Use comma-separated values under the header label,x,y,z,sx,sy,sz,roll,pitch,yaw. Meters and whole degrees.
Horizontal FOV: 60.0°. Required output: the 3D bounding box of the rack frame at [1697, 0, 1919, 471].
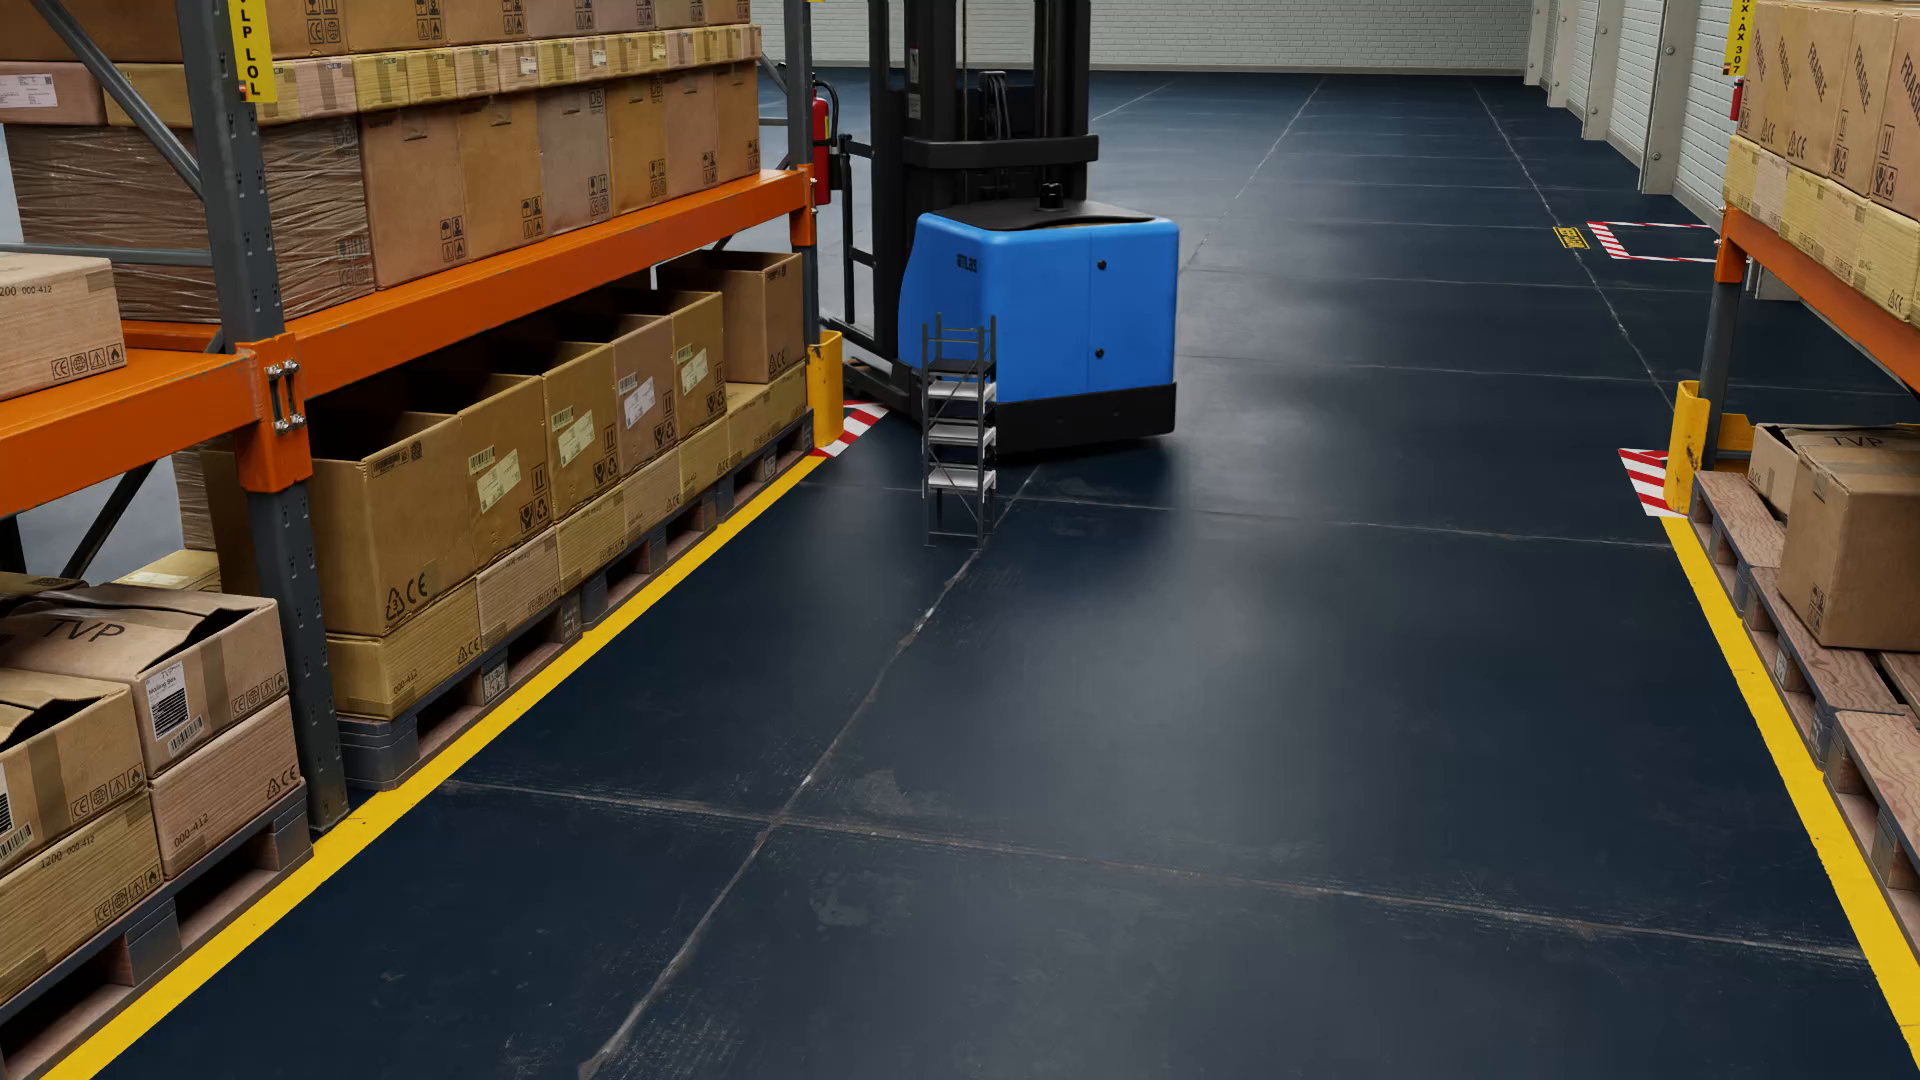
label,x,y,z,sx,sy,sz,roll,pitch,yaw
rack frame,3.629,-1.560,6.614,1.000,3.000,0.127,5,19,13

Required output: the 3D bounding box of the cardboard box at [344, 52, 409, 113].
label,x,y,z,sx,sy,sz,roll,pitch,yaw
cardboard box,-1.776,-1.279,4.634,0.380,0.149,0.250,4,19,12

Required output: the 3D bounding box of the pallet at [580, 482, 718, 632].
label,x,y,z,sx,sy,sz,roll,pitch,yaw
pallet,-1.621,-0.006,6.379,1.003,0.211,1.213,5,19,13

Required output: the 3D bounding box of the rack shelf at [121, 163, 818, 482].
label,x,y,z,sx,sy,sz,roll,pitch,yaw
rack shelf,-1.664,-0.983,6.037,1.077,0.370,4.000,5,19,13

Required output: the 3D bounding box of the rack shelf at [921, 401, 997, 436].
label,x,y,z,sx,sy,sz,roll,pitch,yaw
rack shelf,-0.002,-0.477,6.516,0.258,0.077,0.200,5,19,13

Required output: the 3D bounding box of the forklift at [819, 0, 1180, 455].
label,x,y,z,sx,sy,sz,roll,pitch,yaw
forklift,-0.037,-2.213,8.631,1.130,2.935,3.031,-8,21,-23

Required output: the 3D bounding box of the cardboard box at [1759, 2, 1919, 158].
label,x,y,z,sx,sy,sz,roll,pitch,yaw
cardboard box,3.091,-1.573,5.694,0.500,0.500,0.500,5,19,14

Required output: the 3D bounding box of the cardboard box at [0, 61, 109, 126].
label,x,y,z,sx,sy,sz,roll,pitch,yaw
cardboard box,-2.294,-1.153,4.263,0.380,0.149,0.250,5,19,13

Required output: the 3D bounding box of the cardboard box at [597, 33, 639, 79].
label,x,y,z,sx,sy,sz,roll,pitch,yaw
cardboard box,-1.399,-1.763,6.051,0.380,0.149,0.250,5,20,15

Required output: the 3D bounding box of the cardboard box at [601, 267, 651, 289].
label,x,y,z,sx,sy,sz,roll,pitch,yaw
cardboard box,-1.642,-0.895,7.111,0.500,0.500,0.500,5,19,13

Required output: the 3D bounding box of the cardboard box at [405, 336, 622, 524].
label,x,y,z,sx,sy,sz,roll,pitch,yaw
cardboard box,-1.491,-0.383,5.611,0.500,0.500,0.500,5,19,13

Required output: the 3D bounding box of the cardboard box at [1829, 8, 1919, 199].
label,x,y,z,sx,sy,sz,roll,pitch,yaw
cardboard box,2.844,-1.249,4.745,0.500,0.500,0.500,5,20,15

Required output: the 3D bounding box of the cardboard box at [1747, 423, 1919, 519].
label,x,y,z,sx,sy,sz,roll,pitch,yaw
cardboard box,3.373,-0.286,6.363,0.500,0.311,0.500,2,19,7

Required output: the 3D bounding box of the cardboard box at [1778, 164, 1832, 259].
label,x,y,z,sx,sy,sz,roll,pitch,yaw
cardboard box,2.959,-1.047,5.314,0.500,0.250,0.500,4,19,13

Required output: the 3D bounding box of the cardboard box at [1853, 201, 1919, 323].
label,x,y,z,sx,sy,sz,roll,pitch,yaw
cardboard box,2.712,-0.731,4.389,0.500,0.250,0.500,5,19,13

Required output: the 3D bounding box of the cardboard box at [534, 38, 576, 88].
label,x,y,z,sx,sy,sz,roll,pitch,yaw
cardboard box,-1.524,-1.605,5.588,0.380,0.149,0.250,4,19,13

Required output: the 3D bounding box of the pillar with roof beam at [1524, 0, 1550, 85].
label,x,y,z,sx,sy,sz,roll,pitch,yaw
pillar with roof beam,7.452,-13.854,33.326,9.100,9.000,0.400,5,19,13

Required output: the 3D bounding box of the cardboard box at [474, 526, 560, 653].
label,x,y,z,sx,sy,sz,roll,pitch,yaw
cardboard box,-1.618,0.129,5.275,0.500,0.250,0.500,5,19,13

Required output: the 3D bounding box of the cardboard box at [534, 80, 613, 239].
label,x,y,z,sx,sy,sz,roll,pitch,yaw
cardboard box,-1.677,-1.366,5.893,0.700,0.500,0.500,5,20,15

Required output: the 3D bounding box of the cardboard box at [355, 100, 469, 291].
label,x,y,z,sx,sy,sz,roll,pitch,yaw
cardboard box,-1.928,-1.049,4.963,0.700,0.500,0.500,4,19,13

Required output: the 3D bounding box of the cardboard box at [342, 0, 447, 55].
label,x,y,z,sx,sy,sz,roll,pitch,yaw
cardboard box,-1.928,-1.655,4.732,0.700,0.500,0.500,5,19,13

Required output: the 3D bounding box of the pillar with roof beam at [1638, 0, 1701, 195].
label,x,y,z,sx,sy,sz,roll,pitch,yaw
pillar with roof beam,3.055,-8.212,16.809,9.100,9.000,0.400,5,19,13

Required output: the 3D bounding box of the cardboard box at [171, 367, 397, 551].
label,x,y,z,sx,sy,sz,roll,pitch,yaw
cardboard box,-2.118,-0.267,5.273,0.500,0.500,0.500,5,19,13

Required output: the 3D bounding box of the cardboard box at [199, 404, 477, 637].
label,x,y,z,sx,sy,sz,roll,pitch,yaw
cardboard box,-1.736,-0.069,4.694,0.500,0.500,0.500,5,19,13

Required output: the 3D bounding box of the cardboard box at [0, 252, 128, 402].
label,x,y,z,sx,sy,sz,roll,pitch,yaw
cardboard box,-2.230,-0.467,3.647,0.500,0.250,0.500,6,20,17

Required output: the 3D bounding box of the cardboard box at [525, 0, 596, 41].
label,x,y,z,sx,sy,sz,roll,pitch,yaw
cardboard box,-1.682,-1.969,5.649,0.700,0.500,0.500,5,19,13

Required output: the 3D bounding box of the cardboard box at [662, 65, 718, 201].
label,x,y,z,sx,sy,sz,roll,pitch,yaw
cardboard box,-1.425,-1.687,6.831,0.700,0.500,0.500,5,20,15

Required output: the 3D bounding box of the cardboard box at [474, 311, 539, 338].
label,x,y,z,sx,sy,sz,roll,pitch,yaw
cardboard box,-1.891,-0.582,6.194,0.500,0.500,0.500,5,19,13

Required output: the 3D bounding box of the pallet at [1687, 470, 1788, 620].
label,x,y,z,sx,sy,sz,roll,pitch,yaw
pallet,3.378,0.035,6.257,1.003,0.211,1.213,5,19,13

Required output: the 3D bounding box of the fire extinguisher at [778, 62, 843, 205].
label,x,y,z,sx,sy,sz,roll,pitch,yaw
fire extinguisher,-0.696,-1.914,7.769,0.296,0.674,0.183,5,19,13

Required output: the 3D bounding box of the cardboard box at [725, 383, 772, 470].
label,x,y,z,sx,sy,sz,roll,pitch,yaw
cardboard box,-1.130,-0.498,7.110,0.500,0.250,0.500,5,19,13

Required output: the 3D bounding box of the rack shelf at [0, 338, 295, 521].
label,x,y,z,sx,sy,sz,roll,pitch,yaw
rack shelf,-2.641,0.271,2.366,1.077,0.370,4.000,5,19,13

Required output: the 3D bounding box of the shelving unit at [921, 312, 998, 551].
label,x,y,z,sx,sy,sz,roll,pitch,yaw
shelving unit,-0.002,-0.423,6.535,0.258,0.900,0.210,5,19,13

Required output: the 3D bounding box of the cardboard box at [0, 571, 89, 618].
label,x,y,z,sx,sy,sz,roll,pitch,yaw
cardboard box,-2.495,0.251,4.049,0.500,0.311,0.500,5,19,14

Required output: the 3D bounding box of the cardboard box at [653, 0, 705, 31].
label,x,y,z,sx,sy,sz,roll,pitch,yaw
cardboard box,-1.438,-2.284,6.572,0.700,0.500,0.500,4,19,12

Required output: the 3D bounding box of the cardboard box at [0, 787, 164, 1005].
label,x,y,z,sx,sy,sz,roll,pitch,yaw
cardboard box,-2.098,0.718,3.550,0.500,0.250,0.500,4,19,13

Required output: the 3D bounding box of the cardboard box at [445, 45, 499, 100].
label,x,y,z,sx,sy,sz,roll,pitch,yaw
cardboard box,-1.650,-1.440,5.104,0.380,0.149,0.250,4,19,12

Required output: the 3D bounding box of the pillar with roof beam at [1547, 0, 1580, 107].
label,x,y,z,sx,sy,sz,roll,pitch,yaw
pillar with roof beam,5.986,-11.973,27.820,9.100,9.000,0.400,5,19,13

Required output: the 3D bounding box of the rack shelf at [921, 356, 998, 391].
label,x,y,z,sx,sy,sz,roll,pitch,yaw
rack shelf,-0.002,-0.647,6.458,0.258,0.077,0.200,5,19,13

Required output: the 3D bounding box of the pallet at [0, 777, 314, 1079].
label,x,y,z,sx,sy,sz,roll,pitch,yaw
pallet,-2.295,0.857,3.851,1.003,0.211,1.213,5,19,13

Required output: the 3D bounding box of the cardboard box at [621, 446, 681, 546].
label,x,y,z,sx,sy,sz,roll,pitch,yaw
cardboard box,-1.374,-0.185,6.193,0.500,0.250,0.500,5,19,13

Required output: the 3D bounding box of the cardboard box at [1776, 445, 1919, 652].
label,x,y,z,sx,sy,sz,roll,pitch,yaw
cardboard box,3.006,0.029,5.148,0.700,0.500,0.500,3,19,10

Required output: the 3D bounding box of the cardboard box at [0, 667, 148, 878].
label,x,y,z,sx,sy,sz,roll,pitch,yaw
cardboard box,-2.094,0.454,3.454,0.500,0.311,0.500,5,20,15

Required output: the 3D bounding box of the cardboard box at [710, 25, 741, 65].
label,x,y,z,sx,sy,sz,roll,pitch,yaw
cardboard box,-1.146,-2.087,6.999,0.380,0.149,0.250,5,20,15

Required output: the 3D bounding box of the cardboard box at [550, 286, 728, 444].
label,x,y,z,sx,sy,sz,roll,pitch,yaw
cardboard box,-1.248,-0.696,6.529,0.500,0.500,0.500,5,19,13

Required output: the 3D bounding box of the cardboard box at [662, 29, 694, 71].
label,x,y,z,sx,sy,sz,roll,pitch,yaw
cardboard box,-1.272,-1.928,6.534,0.380,0.149,0.250,5,19,14

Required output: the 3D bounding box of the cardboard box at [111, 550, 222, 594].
label,x,y,z,sx,sy,sz,roll,pitch,yaw
cardboard box,-2.251,0.244,4.938,0.500,0.250,0.500,5,19,13

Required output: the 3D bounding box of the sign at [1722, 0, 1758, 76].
label,x,y,z,sx,sy,sz,roll,pitch,yaw
sign,3.103,-2.012,6.599,0.100,0.325,0.005,5,19,13

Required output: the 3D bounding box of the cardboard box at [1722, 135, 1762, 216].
label,x,y,z,sx,sy,sz,roll,pitch,yaw
cardboard box,3.202,-1.370,6.260,0.500,0.250,0.500,4,19,12

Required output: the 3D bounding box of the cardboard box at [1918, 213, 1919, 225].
label,x,y,z,sx,sy,sz,roll,pitch,yaw
cardboard box,2.584,-0.929,3.808,0.500,0.500,0.500,5,19,13

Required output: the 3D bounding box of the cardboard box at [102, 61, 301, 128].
label,x,y,z,sx,sy,sz,roll,pitch,yaw
cardboard box,-1.899,-1.119,4.166,0.380,0.149,0.250,5,19,13

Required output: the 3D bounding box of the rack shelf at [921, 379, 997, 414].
label,x,y,z,sx,sy,sz,roll,pitch,yaw
rack shelf,-0.002,-0.562,6.487,0.258,0.077,0.200,5,19,13

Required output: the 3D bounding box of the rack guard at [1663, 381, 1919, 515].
label,x,y,z,sx,sy,sz,roll,pitch,yaw
rack guard,3.611,-0.353,6.948,1.175,0.500,0.348,5,19,13

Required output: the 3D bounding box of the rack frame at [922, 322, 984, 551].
label,x,y,z,sx,sy,sz,roll,pitch,yaw
rack frame,-0.027,-0.391,6.441,0.240,0.900,0.006,5,19,13
